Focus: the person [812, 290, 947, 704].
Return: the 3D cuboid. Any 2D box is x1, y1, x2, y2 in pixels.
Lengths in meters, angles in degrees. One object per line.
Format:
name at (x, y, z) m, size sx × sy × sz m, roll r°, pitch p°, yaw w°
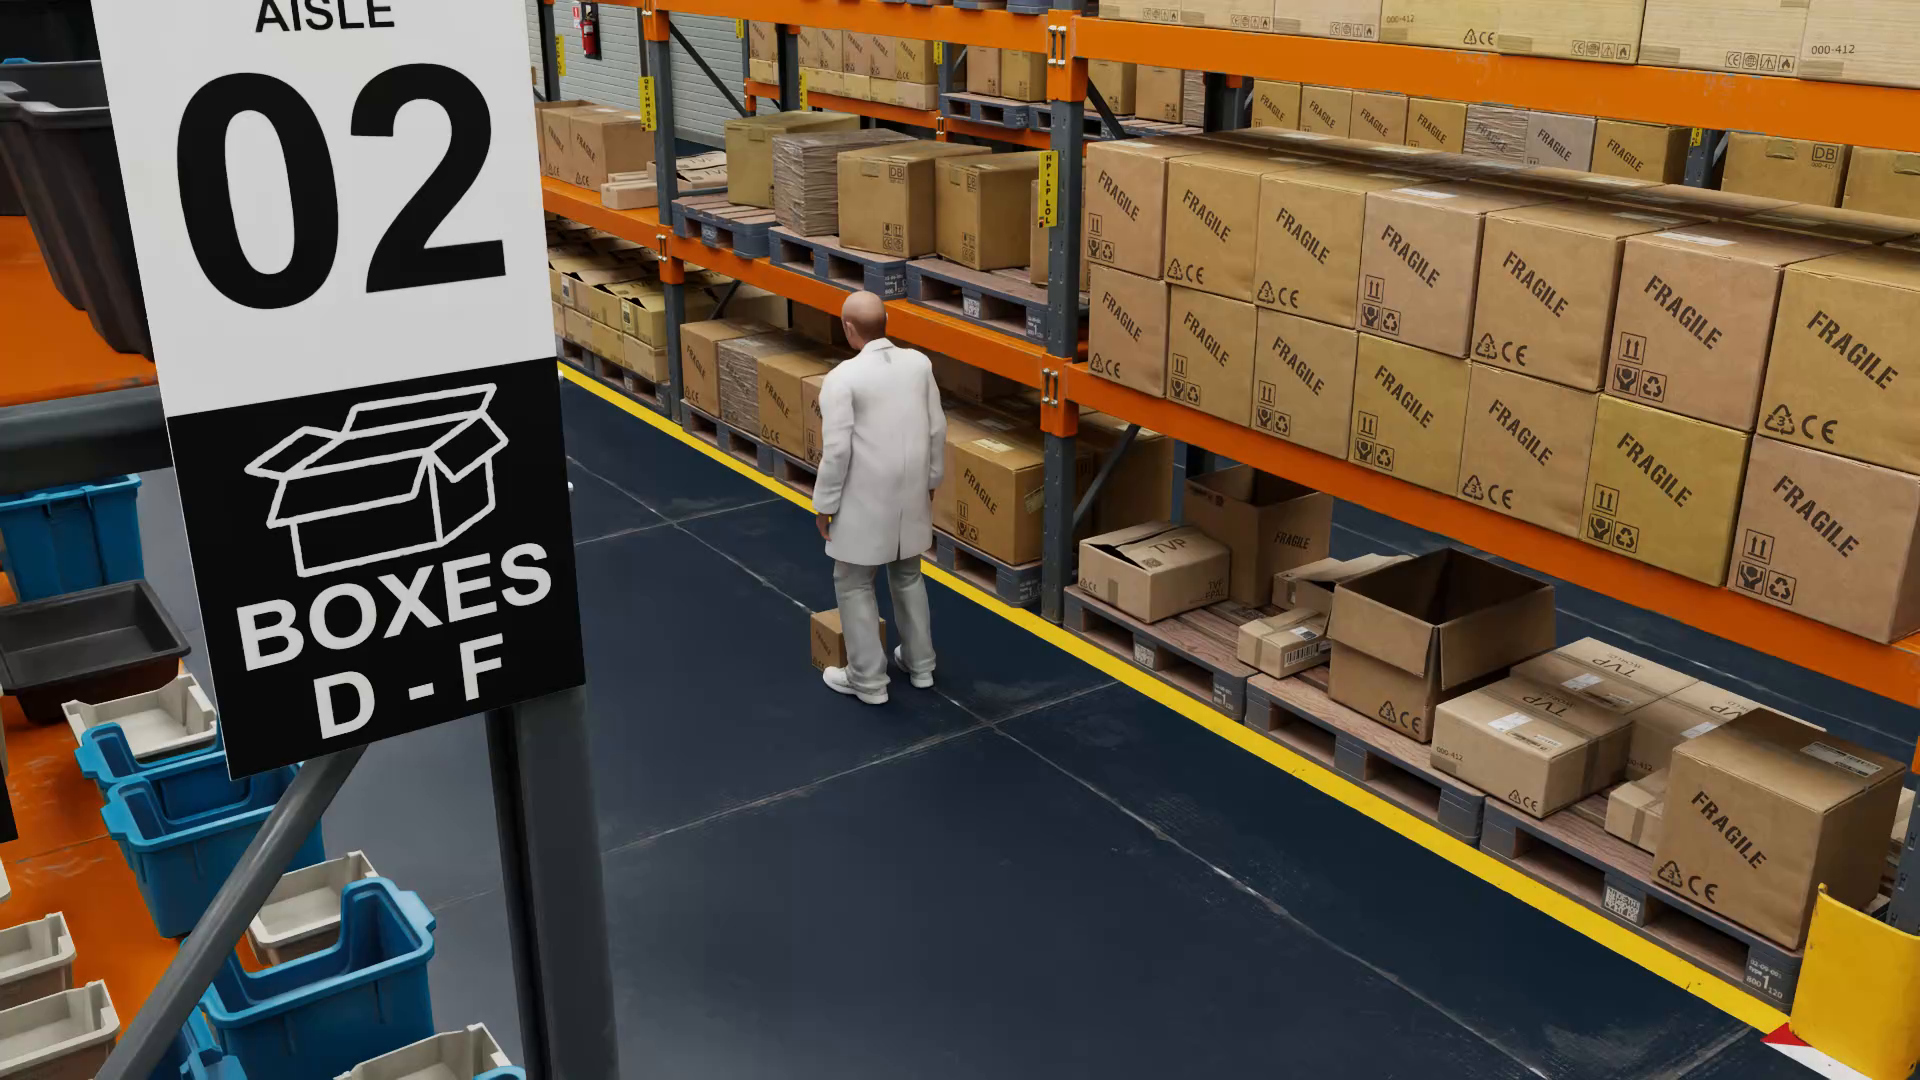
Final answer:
person at (-0.345, -0.177, 7.065) m, size 0.640 × 1.773 × 0.424 m, roll -15°, pitch 26°, yaw -34°
